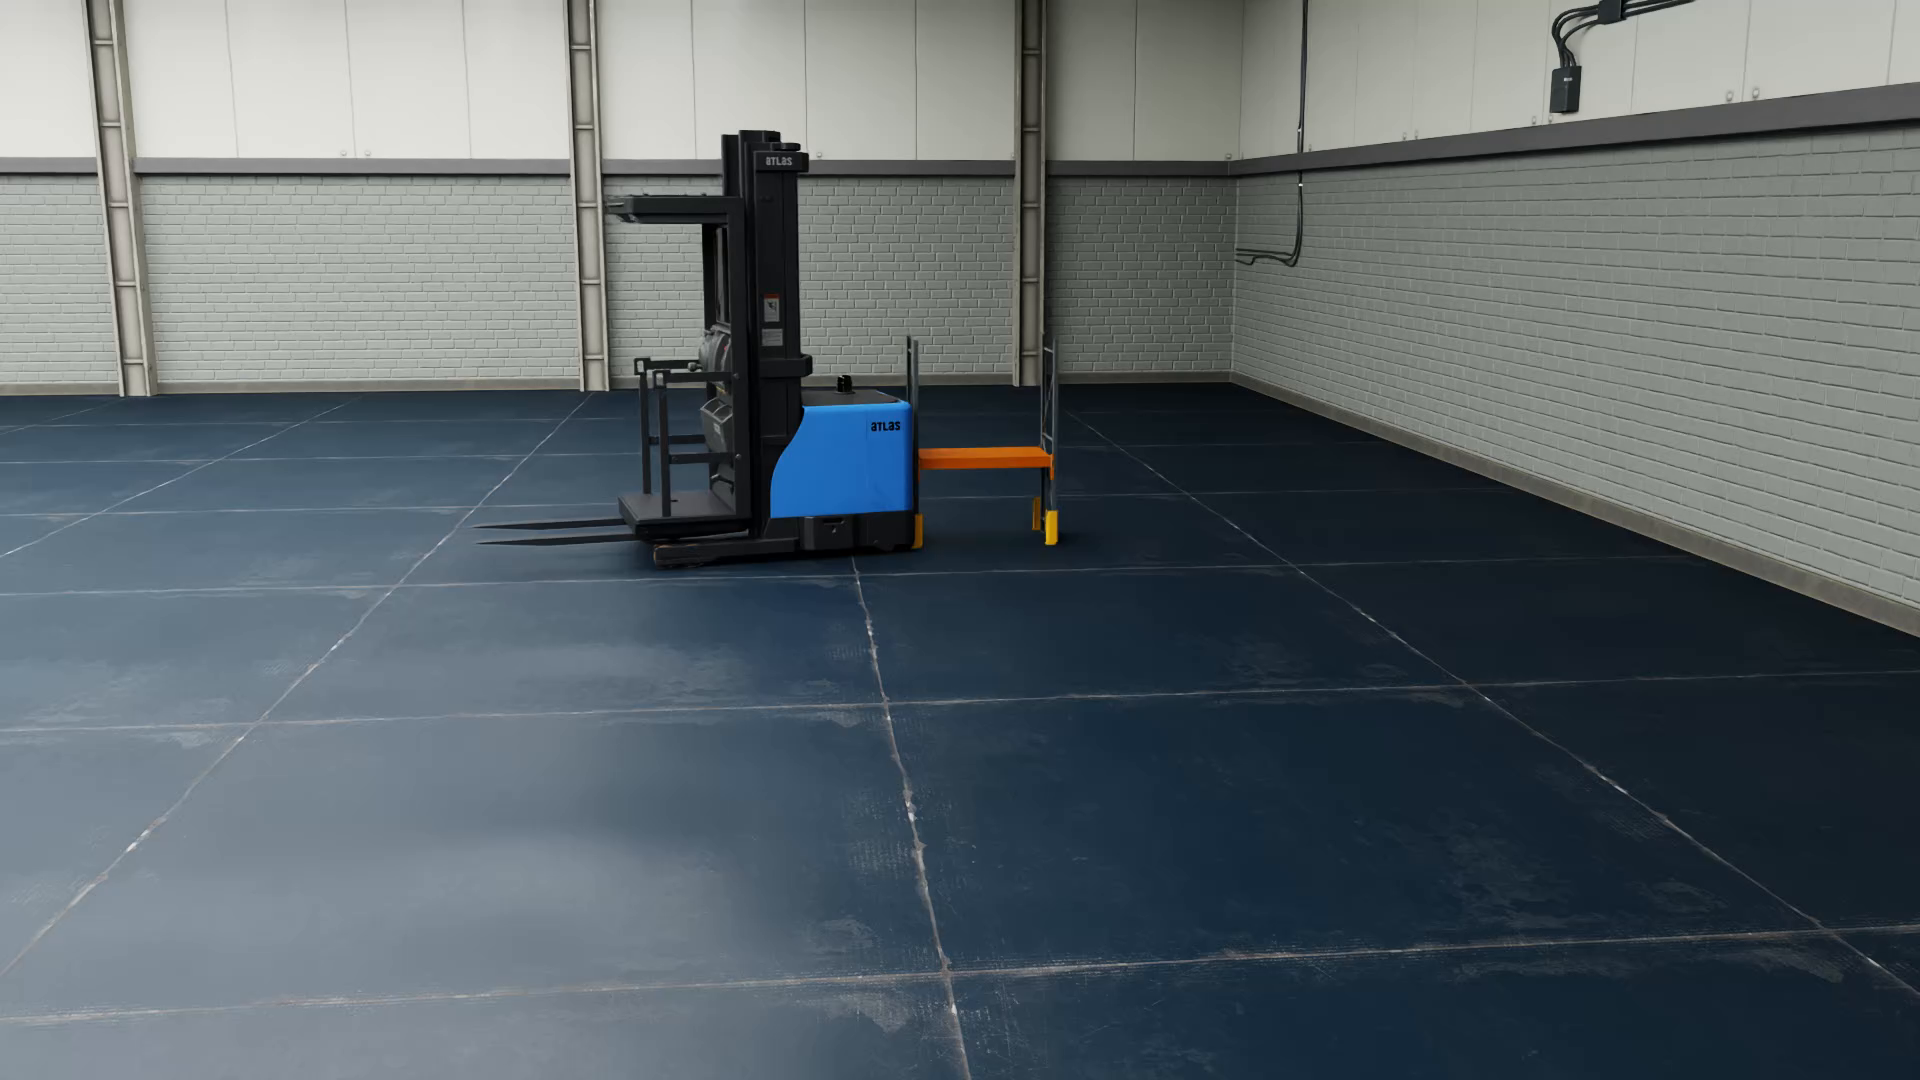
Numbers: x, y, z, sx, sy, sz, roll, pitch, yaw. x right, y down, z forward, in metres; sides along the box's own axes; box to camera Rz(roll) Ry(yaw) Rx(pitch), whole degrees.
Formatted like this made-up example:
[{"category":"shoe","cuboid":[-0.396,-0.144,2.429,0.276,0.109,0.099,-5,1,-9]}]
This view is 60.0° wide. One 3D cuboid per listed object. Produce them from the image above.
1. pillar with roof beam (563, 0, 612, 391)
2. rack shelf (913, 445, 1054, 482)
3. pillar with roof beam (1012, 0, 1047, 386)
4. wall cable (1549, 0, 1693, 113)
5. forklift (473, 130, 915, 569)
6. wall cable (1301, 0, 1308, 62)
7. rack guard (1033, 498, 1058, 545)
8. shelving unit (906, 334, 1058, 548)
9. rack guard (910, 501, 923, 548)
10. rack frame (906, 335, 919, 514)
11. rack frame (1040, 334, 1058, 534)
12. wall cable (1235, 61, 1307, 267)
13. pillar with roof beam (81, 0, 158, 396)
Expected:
[{"category":"pillar with roof beam","cuboid":[-4.542,-5.655,17.802,0.400,9.000,9.100,-1,11,-6]},{"category":"rack shelf","cuboid":[0.156,-0.569,12.306,1.000,0.185,0.538,-2,11,-8]},{"category":"pillar with roof beam","cuboid":[1.423,-5.779,18.438,0.400,9.000,9.100,-1,11,-6]},{"category":"wall cable","cuboid":[5.039,-6.261,12.070,0.169,6.003,2.305,-1,11,-6]},{"category":"forklift","cuboid":[-1.897,-1.352,11.646,3.031,2.935,1.130,-4,12,-18]},{"category":"wall cable","cuboid":[4.322,-6.849,18.833,0.112,2.526,3.097,-1,11,-6]},{"category":"rack guard","cuboid":[0.640,-0.145,12.458,0.087,0.250,0.587,-2,11,-8]},{"category":"shelving unit","cuboid":[0.147,-0.745,12.270,1.083,1.500,0.587,-2,11,-8]},{"category":"rack guard","cuboid":[-0.347,-0.119,12.323,0.087,0.250,0.587,-2,11,-8]},{"category":"rack frame","cuboid":[-0.348,-0.732,12.203,0.032,1.500,0.500,-2,11,-8]},{"category":"rack frame","cuboid":[0.659,-0.759,12.340,0.032,1.500,0.500,-2,11,-8]},{"category":"wall cable","cuboid":[4.029,-4.889,21.959,0.112,2.526,3.097,-1,11,-6]},{"category":"pillar with roof beam","cuboid":[-10.507,-5.530,17.167,0.400,9.000,9.100,-1,11,-6]}]
